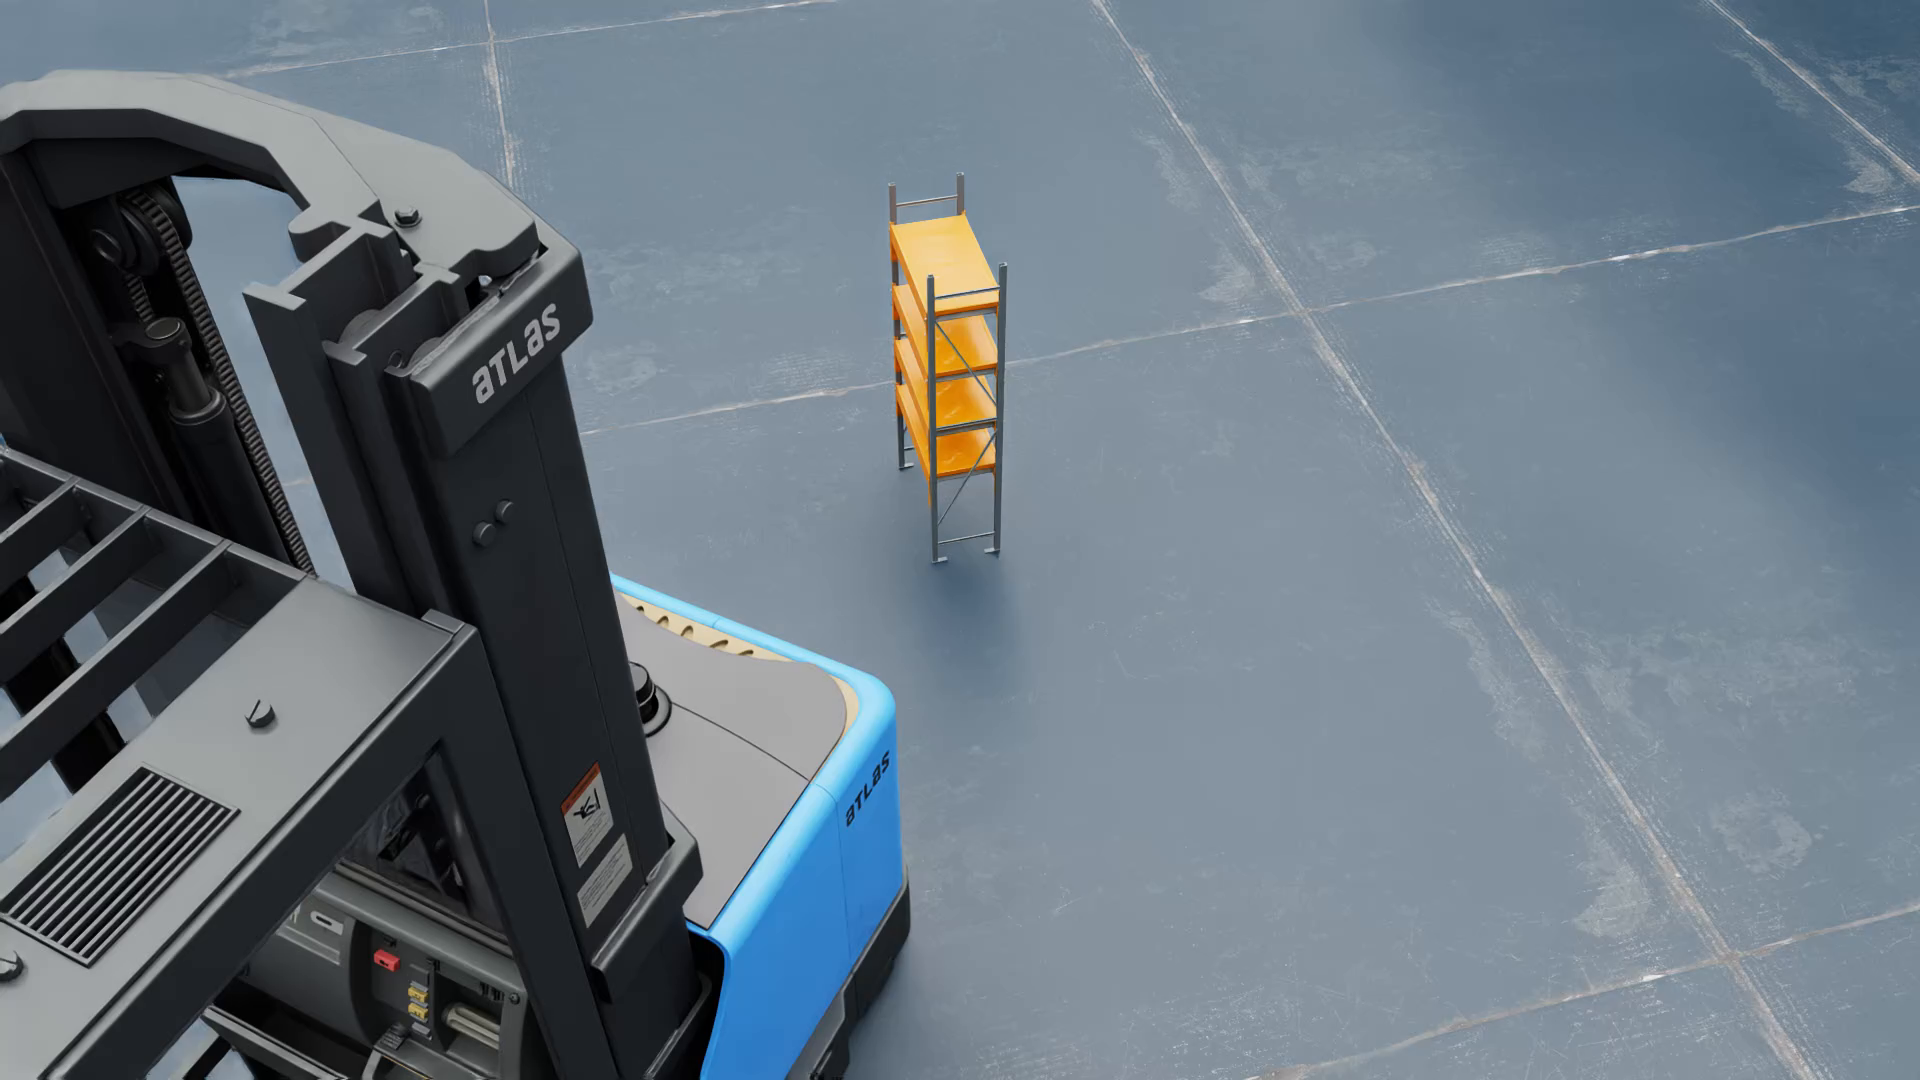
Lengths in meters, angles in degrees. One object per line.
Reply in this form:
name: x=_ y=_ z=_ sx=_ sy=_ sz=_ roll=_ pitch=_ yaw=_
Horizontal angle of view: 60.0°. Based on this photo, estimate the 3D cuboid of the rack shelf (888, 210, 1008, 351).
rack shelf: x=-0.042 y=-0.809 z=5.153 sx=0.258 sy=0.148 sz=0.480 roll=-11 pitch=47 yaw=-10

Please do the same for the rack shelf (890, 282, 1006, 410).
rack shelf: x=-0.042 y=-0.644 z=5.322 sx=0.258 sy=0.148 sz=0.480 roll=-11 pitch=47 yaw=-10

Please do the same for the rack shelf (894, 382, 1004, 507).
rack shelf: x=-0.042 y=-0.348 z=5.623 sx=0.258 sy=0.148 sz=0.480 roll=-11 pitch=47 yaw=-10

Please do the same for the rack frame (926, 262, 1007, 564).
rack frame: x=0.020 y=-0.366 z=5.268 sx=0.240 sy=1.200 sz=0.015 roll=-11 pitch=47 yaw=-10

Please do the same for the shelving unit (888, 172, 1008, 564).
shelving unit: x=-0.042 y=-0.534 z=5.433 sx=0.258 sy=1.200 sz=0.503 roll=-11 pitch=47 yaw=-10

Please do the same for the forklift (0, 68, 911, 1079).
forklift: x=-1.246 y=0.855 z=2.859 sx=1.130 sy=2.935 sz=3.031 roll=20 pitch=49 yaw=18

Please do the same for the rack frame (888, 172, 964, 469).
rack frame: x=-0.105 y=-0.703 z=5.599 sx=0.240 sy=1.200 sz=0.015 roll=-11 pitch=47 yaw=-10

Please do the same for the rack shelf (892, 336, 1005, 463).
rack shelf: x=-0.042 y=-0.487 z=5.482 sx=0.258 sy=0.148 sz=0.480 roll=-11 pitch=47 yaw=-10
